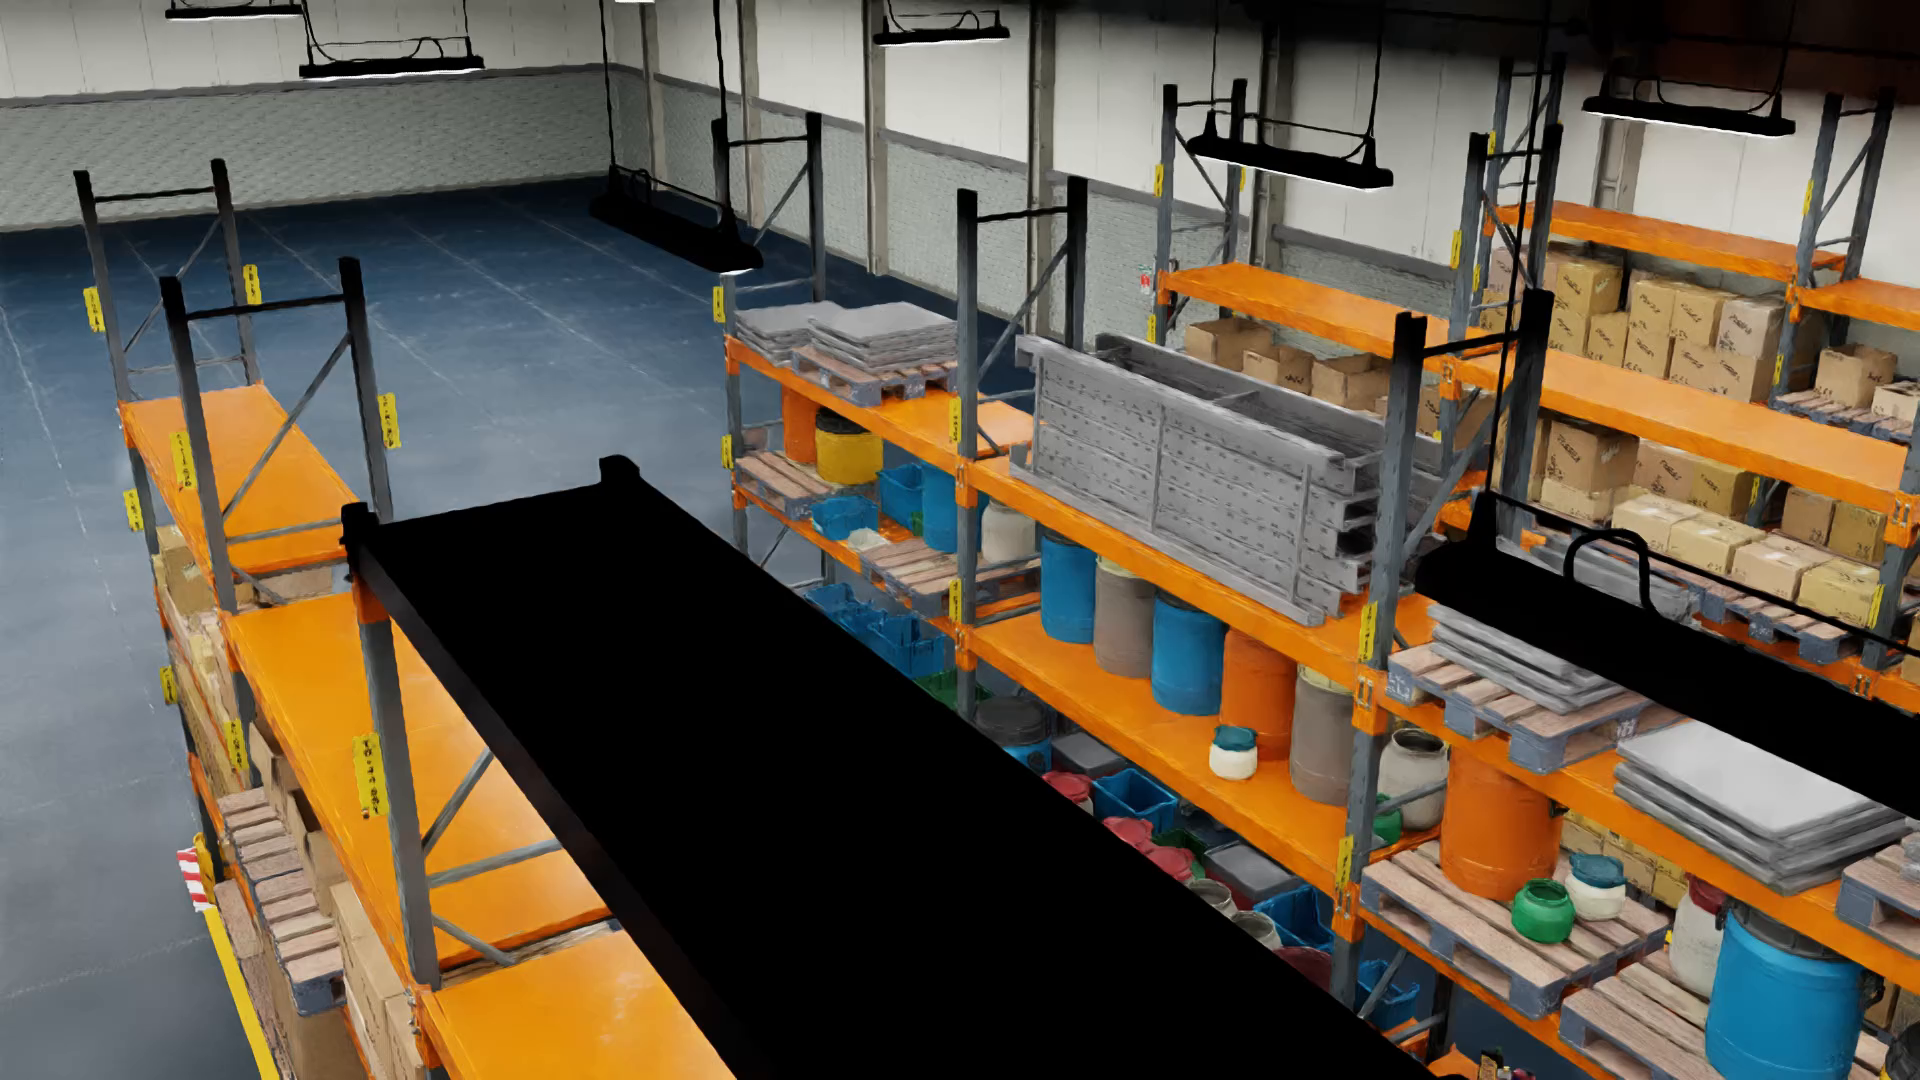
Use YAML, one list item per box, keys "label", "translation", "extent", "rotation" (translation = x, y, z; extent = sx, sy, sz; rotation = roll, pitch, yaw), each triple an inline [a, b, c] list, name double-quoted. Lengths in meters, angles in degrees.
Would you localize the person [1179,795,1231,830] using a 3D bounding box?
- label: "person"
  translation: [2.282, 1.718, 14.694]
  extent: [0.576, 1.768, 0.625]
  rotation: [-1, 22, -2]
